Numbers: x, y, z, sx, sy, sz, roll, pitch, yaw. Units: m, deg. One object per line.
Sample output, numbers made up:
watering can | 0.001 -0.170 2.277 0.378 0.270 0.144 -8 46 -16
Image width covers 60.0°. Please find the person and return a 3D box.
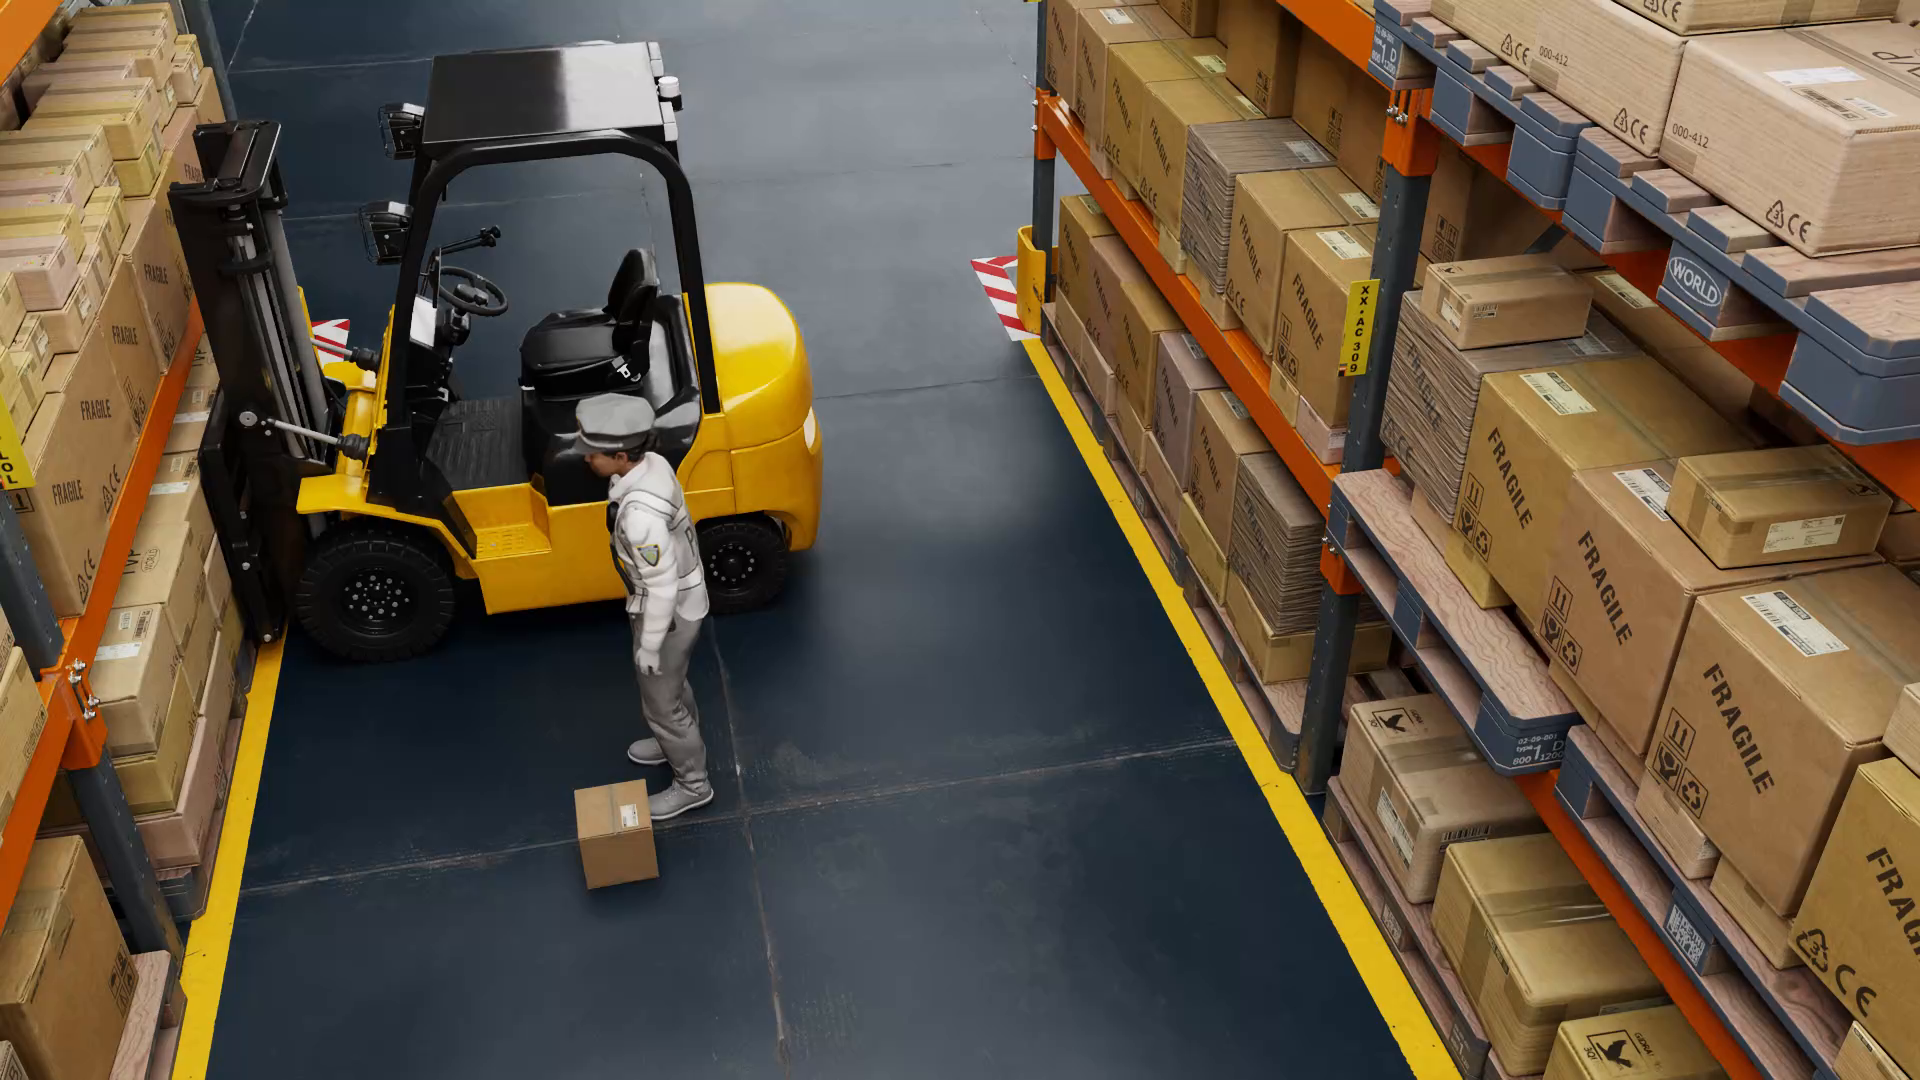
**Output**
person | -1.060 0.241 5.789 0.371 1.663 0.530 -7 35 -10
